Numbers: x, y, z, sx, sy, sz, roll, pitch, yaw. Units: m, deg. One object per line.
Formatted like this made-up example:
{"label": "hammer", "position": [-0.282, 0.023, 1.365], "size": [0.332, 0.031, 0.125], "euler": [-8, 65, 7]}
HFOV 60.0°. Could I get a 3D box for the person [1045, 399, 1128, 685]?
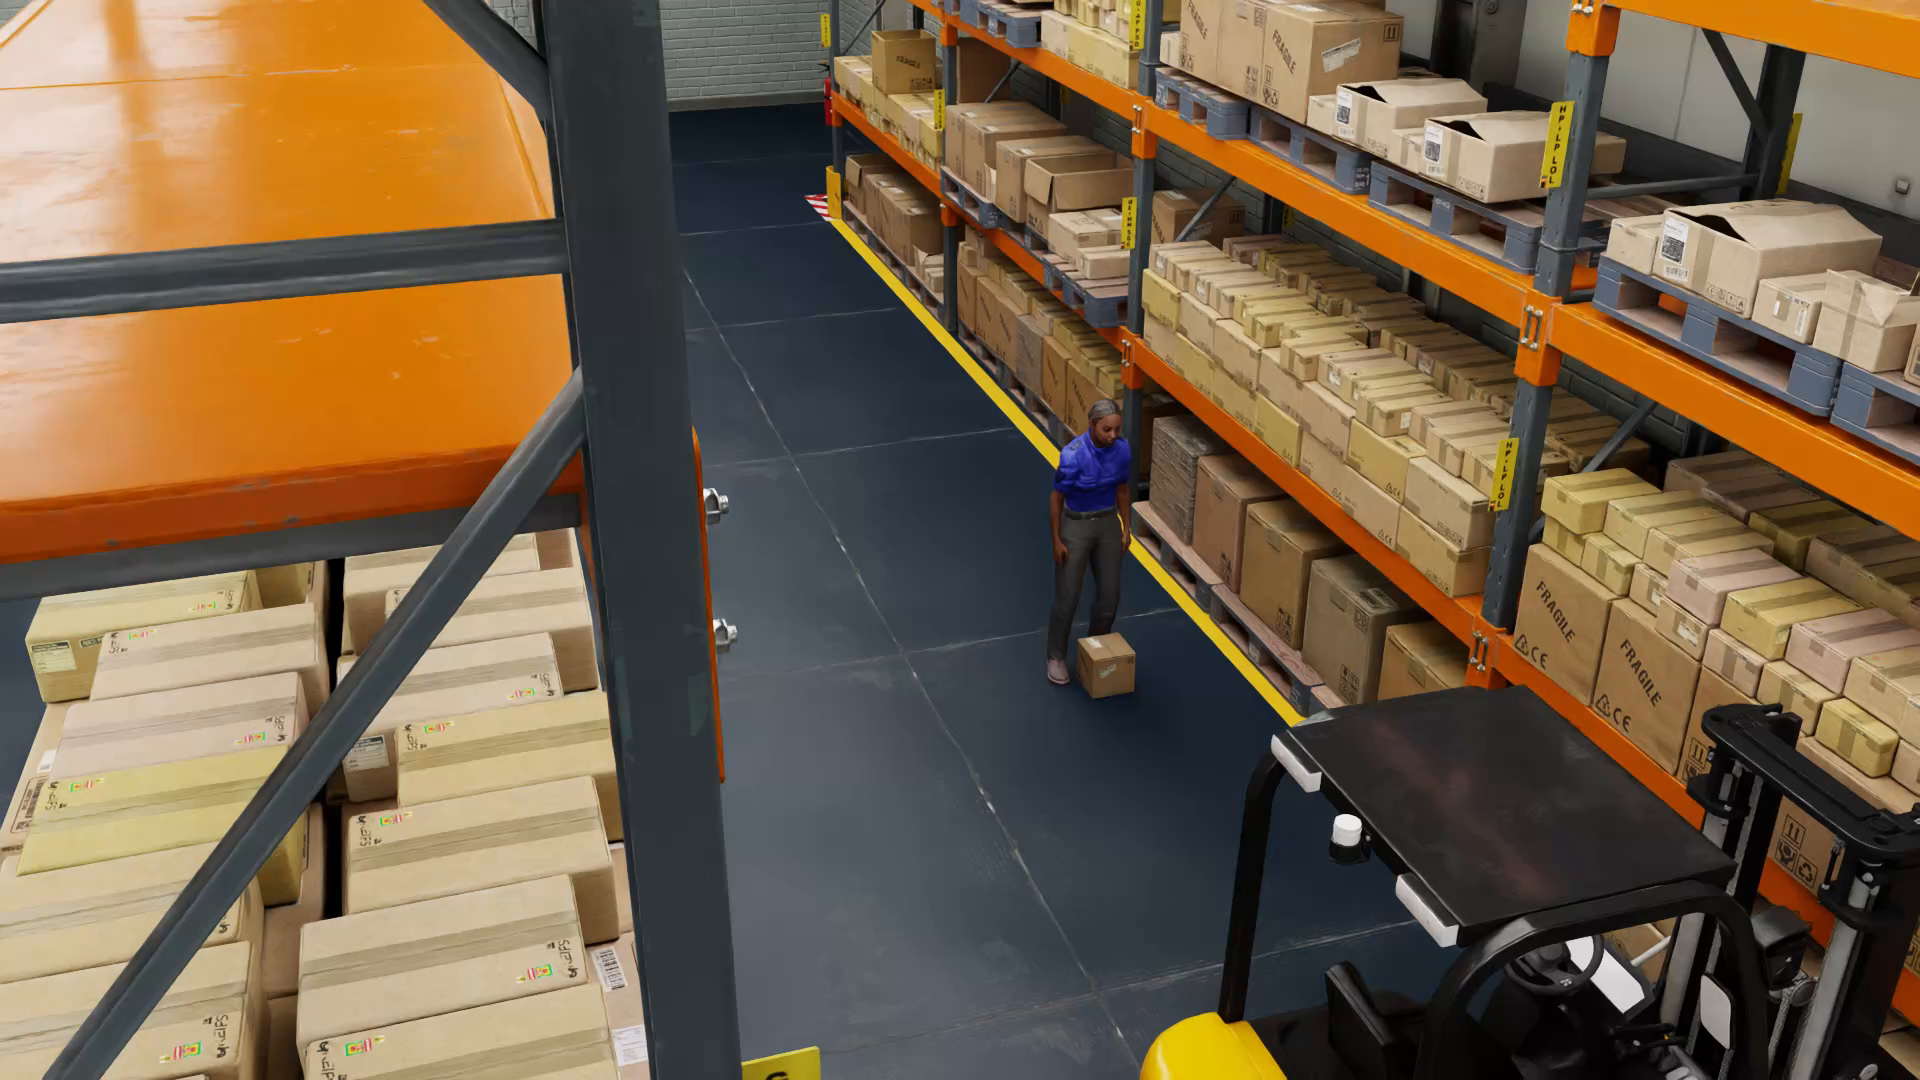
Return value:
{"label": "person", "position": [0.697, -0.020, 9.161], "size": [0.505, 1.654, 0.351], "euler": [-10, 28, -18]}
